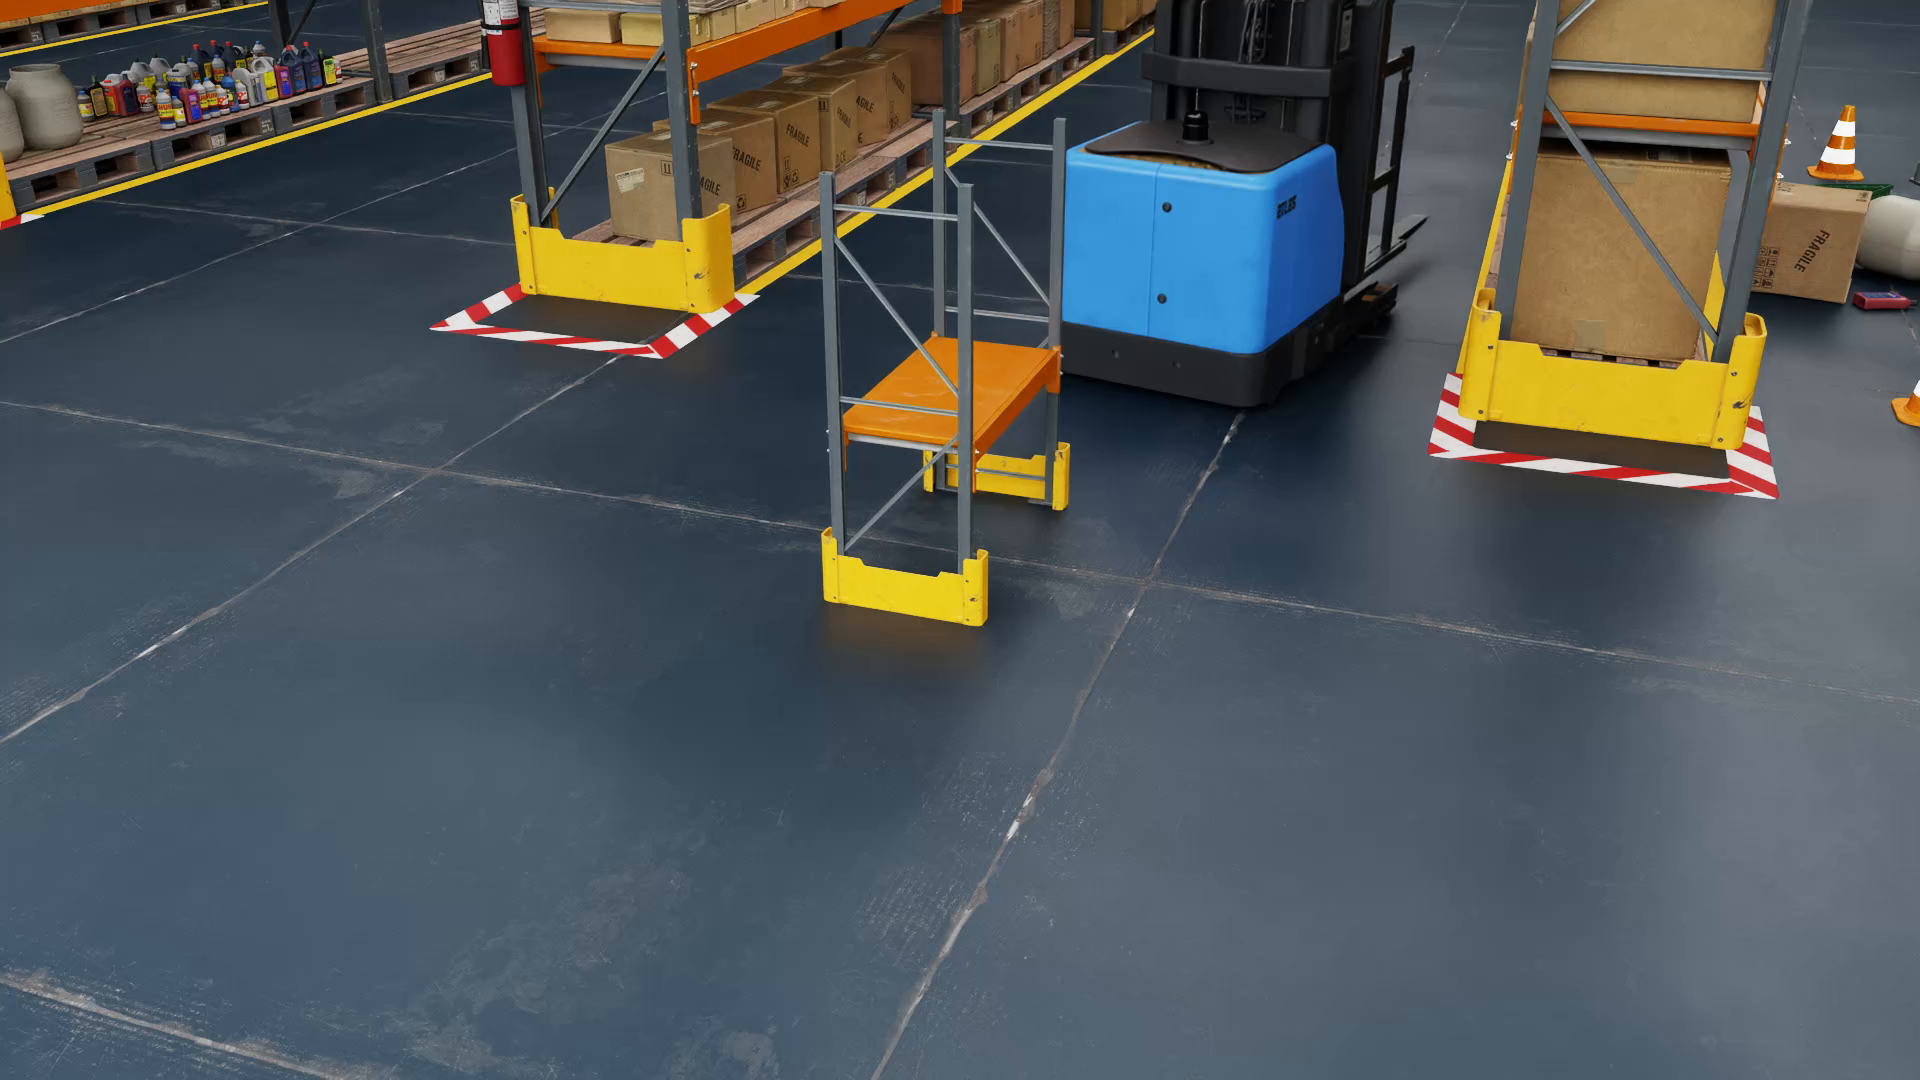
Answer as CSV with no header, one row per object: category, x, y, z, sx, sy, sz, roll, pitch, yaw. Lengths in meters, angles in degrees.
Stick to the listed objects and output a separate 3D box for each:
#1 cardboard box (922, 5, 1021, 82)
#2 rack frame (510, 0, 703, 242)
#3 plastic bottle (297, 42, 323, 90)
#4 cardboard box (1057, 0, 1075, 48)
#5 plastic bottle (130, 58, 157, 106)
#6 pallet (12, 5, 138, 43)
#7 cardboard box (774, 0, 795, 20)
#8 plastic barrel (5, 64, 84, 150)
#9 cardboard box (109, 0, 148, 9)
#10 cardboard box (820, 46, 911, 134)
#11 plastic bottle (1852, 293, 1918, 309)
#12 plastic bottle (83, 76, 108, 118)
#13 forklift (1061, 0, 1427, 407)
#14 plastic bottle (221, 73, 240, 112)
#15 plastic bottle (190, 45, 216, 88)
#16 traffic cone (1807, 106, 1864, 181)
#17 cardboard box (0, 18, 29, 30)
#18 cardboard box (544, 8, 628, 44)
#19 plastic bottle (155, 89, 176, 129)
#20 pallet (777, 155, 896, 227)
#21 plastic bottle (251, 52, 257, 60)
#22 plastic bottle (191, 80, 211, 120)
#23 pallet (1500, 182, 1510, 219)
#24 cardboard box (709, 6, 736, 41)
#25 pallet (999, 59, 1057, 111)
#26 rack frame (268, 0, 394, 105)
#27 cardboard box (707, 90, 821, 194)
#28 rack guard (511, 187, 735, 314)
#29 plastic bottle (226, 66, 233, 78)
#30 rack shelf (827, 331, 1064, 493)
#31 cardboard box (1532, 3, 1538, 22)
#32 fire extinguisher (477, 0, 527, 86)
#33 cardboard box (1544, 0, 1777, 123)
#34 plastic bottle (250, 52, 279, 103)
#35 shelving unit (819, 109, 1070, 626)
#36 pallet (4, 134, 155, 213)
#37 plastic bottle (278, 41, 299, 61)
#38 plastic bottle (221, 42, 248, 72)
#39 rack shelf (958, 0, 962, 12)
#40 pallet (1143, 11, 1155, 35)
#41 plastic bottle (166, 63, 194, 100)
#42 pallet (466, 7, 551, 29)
cardboard box,0.093,-4.039,13.513,0.700,0.500,0.500,6,27,13
rack frame,-1.825,-2.649,8.280,1.000,3.000,0.127,9,27,17
plastic bottle,-5.107,-3.711,13.007,0.144,0.351,0.185,8,27,16
cardboard box,0.633,-4.732,14.944,0.700,0.500,0.500,7,27,15
plastic bottle,-6.090,-3.417,12.400,0.144,0.351,0.185,10,28,20
pallet,-9.221,-5.288,16.929,1.003,0.211,1.213,9,27,17
cardboard box,-1.153,-3.027,9.348,0.380,0.149,0.250,9,27,17
plastic barrel,-6.182,-2.924,11.221,0.421,0.512,0.421,0,26,0
cardboard box,-8.786,-5.656,17.164,0.500,0.250,0.500,9,27,19
cardboard box,-0.664,-3.199,11.801,0.500,0.500,0.500,8,27,16
plastic bottle,4.893,-1.264,8.790,0.283,0.061,0.133,0,26,-1
plastic bottle,-6.276,-3.212,12.054,0.061,0.283,0.133,9,27,19
forklift,1.619,-2.501,8.052,1.130,2.935,3.031,15,30,28
plastic bottle,-5.383,-3.303,12.255,0.097,0.271,0.097,0,26,0
plastic bottle,-5.887,-3.668,12.919,0.144,0.351,0.185,8,27,15
traffic cone,6.020,-2.723,11.342,0.336,0.463,0.334,9,27,17
cardboard box,-9.295,-5.022,15.854,0.500,0.250,0.500,9,27,19
cardboard box,-1.924,-2.683,8.638,0.380,0.149,0.250,9,27,17
plastic bottle,-5.598,-3.038,11.708,0.097,0.271,0.097,0,26,0
pallet,-1.088,-2.254,10.663,1.003,0.211,1.213,9,27,17
plastic bottle,-5.717,-3.841,13.447,0.097,0.201,0.097,0,26,0
plastic bottle,-5.484,-3.178,11.999,0.097,0.271,0.097,0,26,0
pallet,3.823,-1.976,10.089,1.003,0.211,1.213,9,27,17
cardboard box,-1.404,-2.719,8.712,0.380,0.149,0.250,9,27,17
pallet,0.168,-3.861,13.983,1.003,0.211,1.213,9,27,17
rack frame,-5.164,-5.011,13.158,1.000,3.000,0.127,9,27,17
cardboard box,-1.208,-2.473,10.301,0.500,0.500,0.500,11,28,22
rack guard,-1.799,-1.556,8.889,1.175,0.500,0.348,9,27,17
plastic bottle,-5.436,-3.418,12.479,0.061,0.283,0.133,9,27,17
rack shelf,-0.028,-0.478,5.929,0.538,0.185,1.000,9,27,17
cardboard box,4.596,-3.373,11.874,1.050,0.750,0.750,9,27,17
fire extinguisher,-2.297,-2.634,8.338,0.296,0.674,0.183,9,27,17
cardboard box,2.900,-2.115,7.004,0.875,0.550,0.550,9,27,17
plastic bottle,-5.278,-3.499,12.570,0.144,0.351,0.185,9,27,17
shelving unit,-0.025,-0.644,5.858,0.587,1.500,1.083,9,27,17
pallet,-6.239,-2.484,11.138,1.003,0.211,1.213,9,27,17
plastic bottle,-5.243,-3.732,13.050,0.144,0.351,0.185,9,27,17
plastic bottle,-5.688,-3.725,13.036,0.144,0.351,0.185,9,27,17
rack shelf,0.172,-4.791,13.529,1.077,0.370,4.000,9,27,17
pallet,1.579,-5.495,17.356,1.003,0.211,1.213,9,27,17
plastic bottle,-5.880,-3.449,12.551,0.152,0.276,0.135,9,27,17
pallet,-4.128,-5.087,16.515,1.003,0.211,1.213,9,27,17
